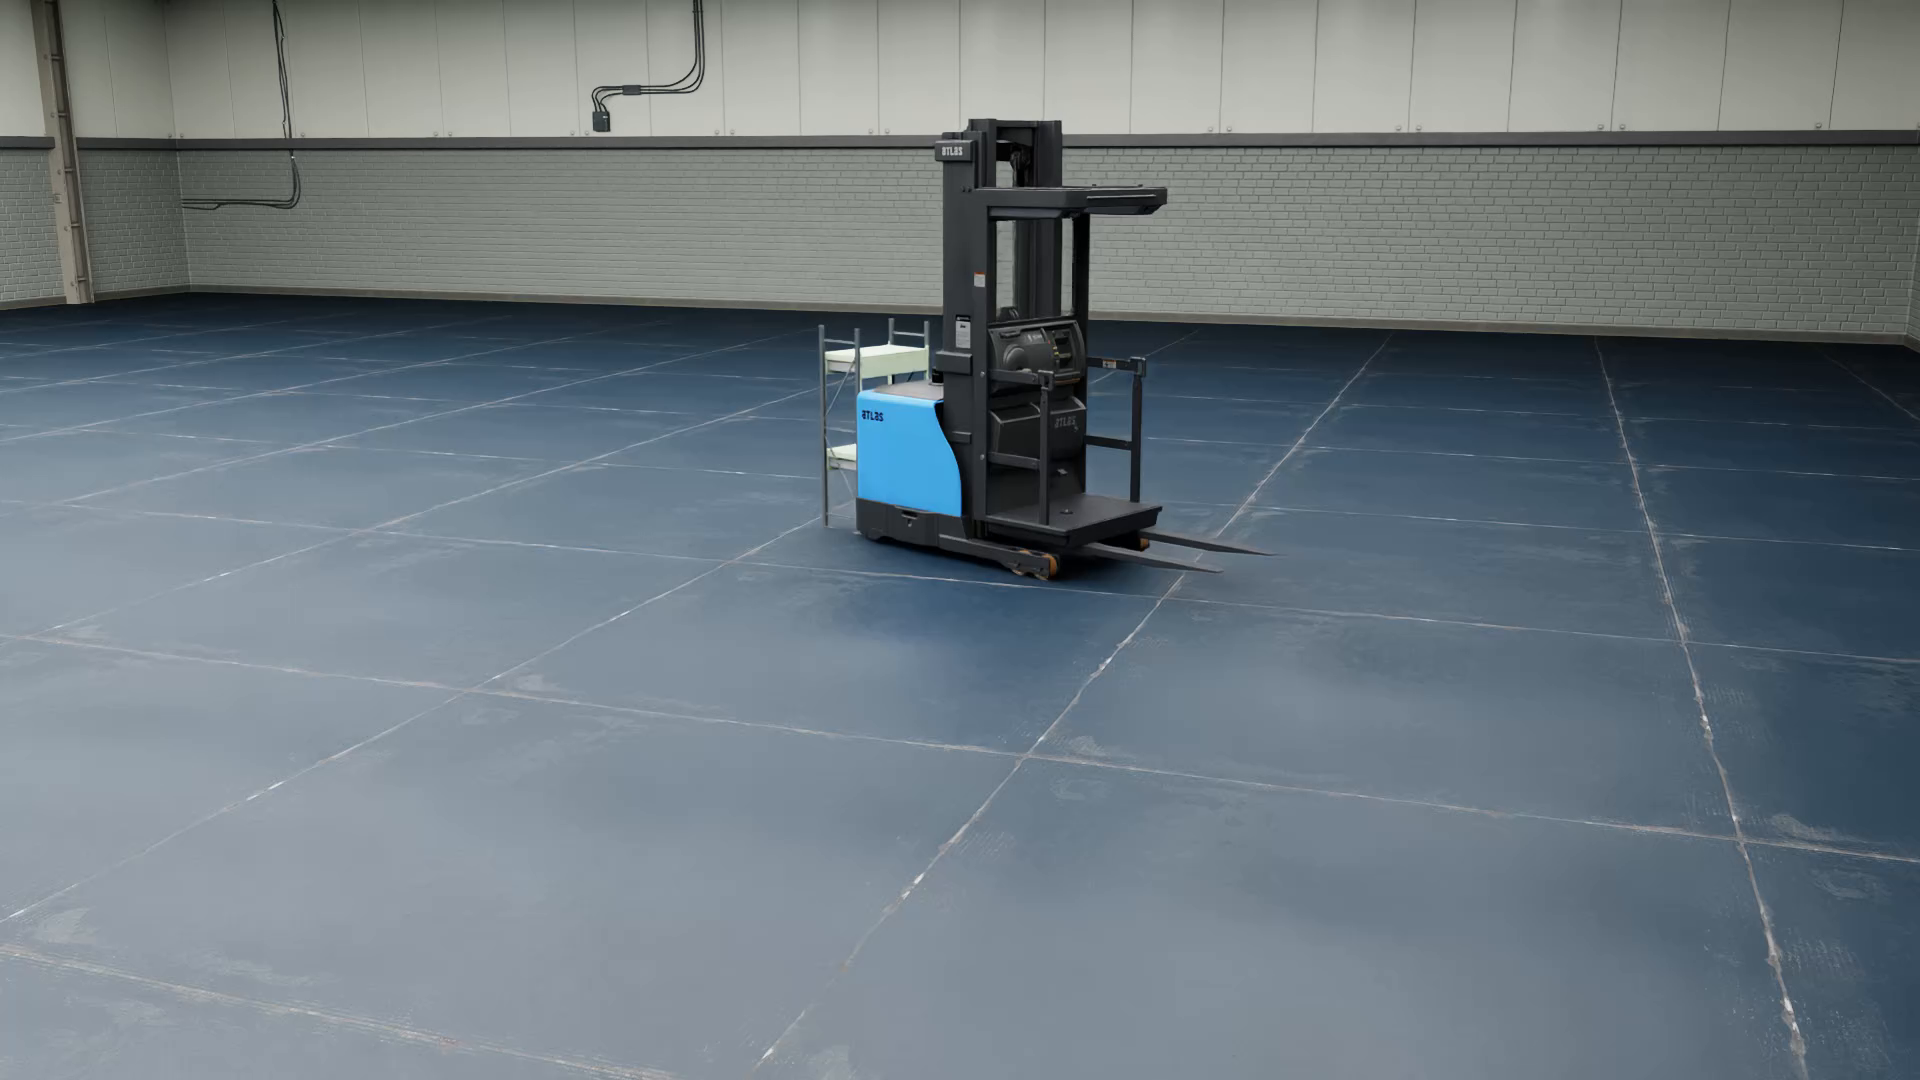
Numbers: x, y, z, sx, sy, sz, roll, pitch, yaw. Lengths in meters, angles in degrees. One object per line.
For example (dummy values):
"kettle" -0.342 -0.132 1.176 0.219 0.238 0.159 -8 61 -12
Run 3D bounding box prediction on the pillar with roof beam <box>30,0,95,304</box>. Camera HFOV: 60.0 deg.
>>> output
"pillar with roof beam" -12.808 -8.624 29.549 9.100 9.000 0.400 4 14 18

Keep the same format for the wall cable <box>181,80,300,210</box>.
"wall cable" -14.677 -7.945 33.553 3.097 2.526 0.112 4 14 18

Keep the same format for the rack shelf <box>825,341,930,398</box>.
"rack shelf" -0.625 -1.242 12.306 0.431 0.370 0.720 11 17 40

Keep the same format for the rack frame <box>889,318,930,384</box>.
"rack frame" -0.382 -0.923 12.660 0.400 1.500 0.023 11 17 40

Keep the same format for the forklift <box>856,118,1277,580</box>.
"forklift" 0.682 -1.299 11.093 3.031 2.935 1.130 11 17 41

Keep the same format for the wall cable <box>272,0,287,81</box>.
"wall cable" -12.117 -10.213 32.138 3.097 2.526 0.112 4 14 18

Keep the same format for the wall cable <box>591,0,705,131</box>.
"wall cable" -5.699 -10.430 29.820 2.305 6.003 0.169 4 14 18

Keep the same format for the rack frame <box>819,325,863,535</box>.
"rack frame" -0.868 -0.801 12.127 0.400 1.500 0.023 11 17 40

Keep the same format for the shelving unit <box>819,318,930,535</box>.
"shelving unit" -0.625 -0.862 12.393 0.431 1.500 0.755 11 17 40

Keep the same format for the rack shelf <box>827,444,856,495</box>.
"rack shelf" -0.625 -0.544 12.466 0.431 0.370 0.720 11 17 40
